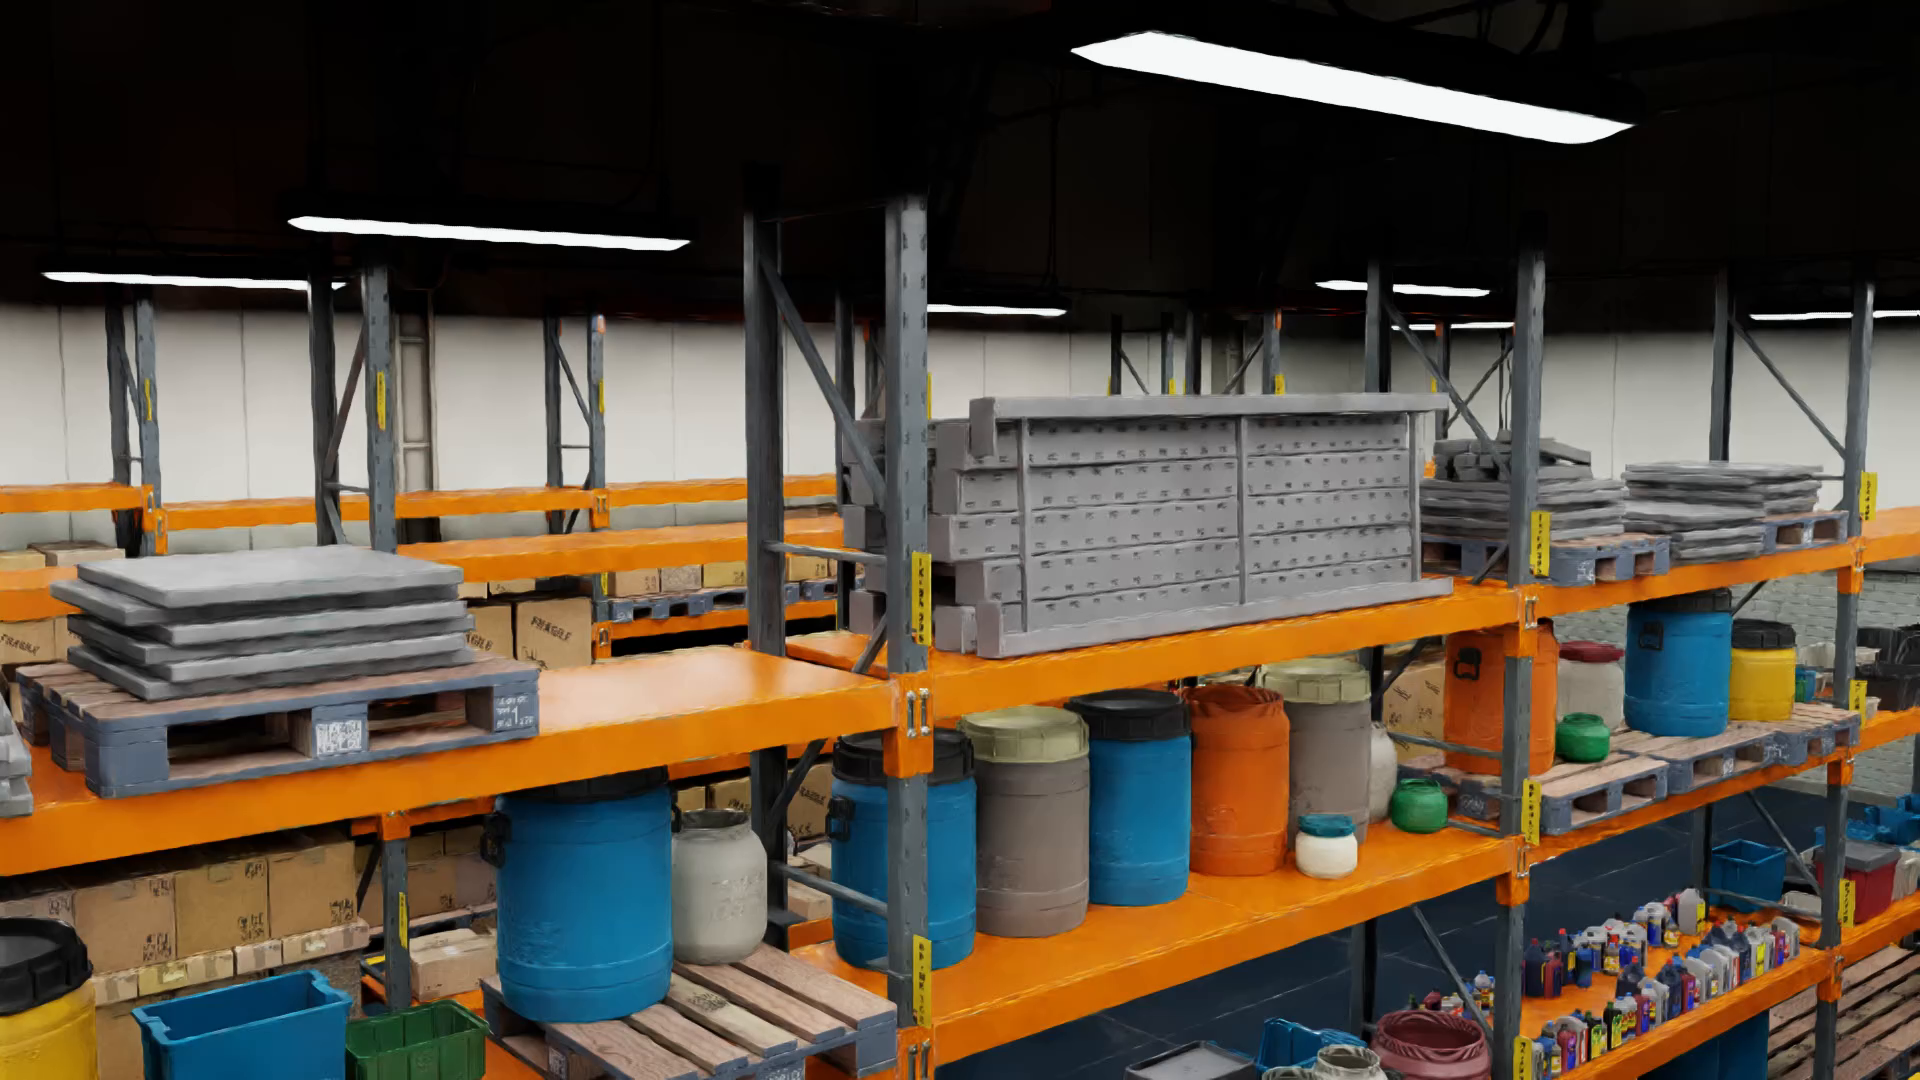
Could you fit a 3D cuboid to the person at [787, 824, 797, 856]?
[{"bbox_3d":[-1.566,2.950,14.236,0.409,1.677,0.532,2,6,18],"label":"person"}]
